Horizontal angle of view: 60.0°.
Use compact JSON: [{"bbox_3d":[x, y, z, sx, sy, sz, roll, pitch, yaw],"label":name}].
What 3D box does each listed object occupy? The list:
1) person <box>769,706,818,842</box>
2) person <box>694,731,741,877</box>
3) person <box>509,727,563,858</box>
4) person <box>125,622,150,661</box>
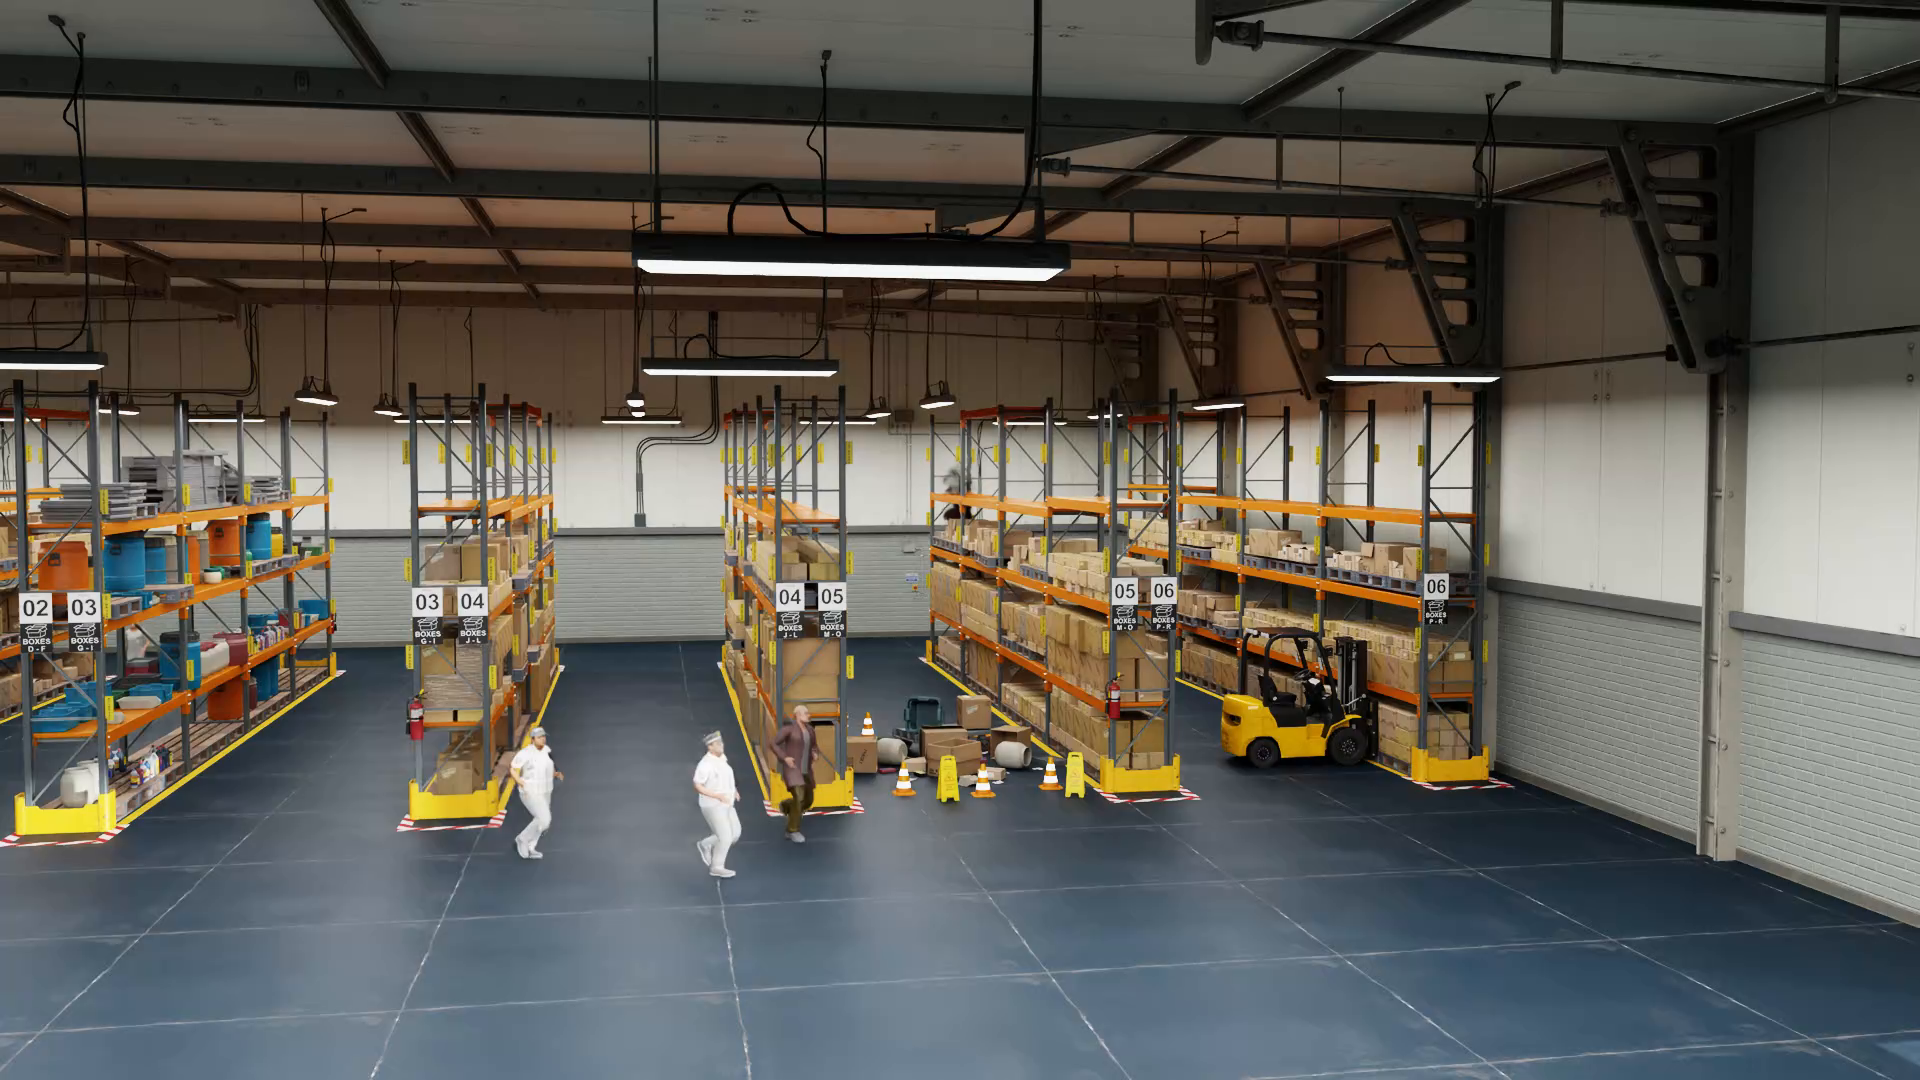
[{"bbox_3d":[-2.148,3.053,21.991,0.806,1.724,0.738,3,4,43],"label":"person"},{"bbox_3d":[-2.897,3.128,19.791,0.606,1.731,0.661,1,3,21],"label":"person"},{"bbox_3d":[-5.206,3.136,20.645,0.567,1.634,0.587,1,3,27],"label":"person"},{"bbox_3d":[-17.265,2.420,34.784,0.558,1.624,0.568,-1,3,-18],"label":"person"}]
